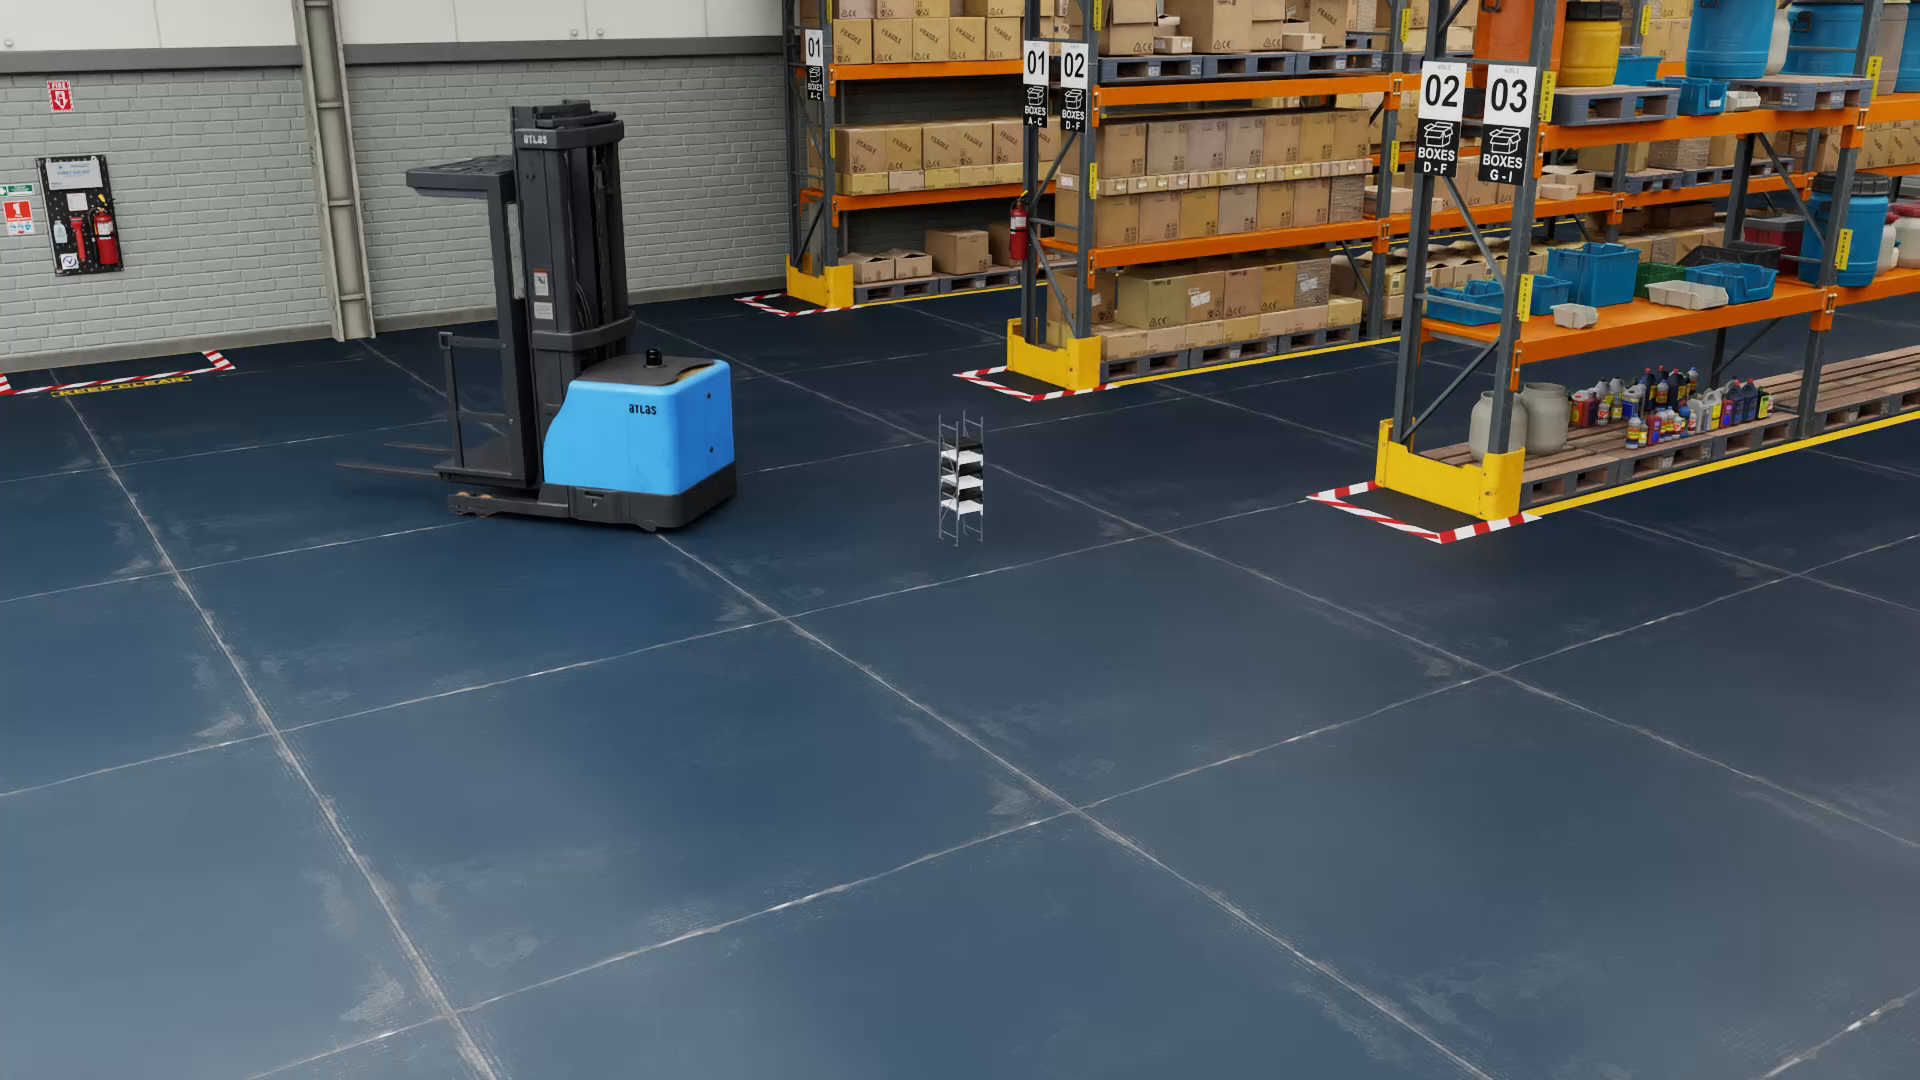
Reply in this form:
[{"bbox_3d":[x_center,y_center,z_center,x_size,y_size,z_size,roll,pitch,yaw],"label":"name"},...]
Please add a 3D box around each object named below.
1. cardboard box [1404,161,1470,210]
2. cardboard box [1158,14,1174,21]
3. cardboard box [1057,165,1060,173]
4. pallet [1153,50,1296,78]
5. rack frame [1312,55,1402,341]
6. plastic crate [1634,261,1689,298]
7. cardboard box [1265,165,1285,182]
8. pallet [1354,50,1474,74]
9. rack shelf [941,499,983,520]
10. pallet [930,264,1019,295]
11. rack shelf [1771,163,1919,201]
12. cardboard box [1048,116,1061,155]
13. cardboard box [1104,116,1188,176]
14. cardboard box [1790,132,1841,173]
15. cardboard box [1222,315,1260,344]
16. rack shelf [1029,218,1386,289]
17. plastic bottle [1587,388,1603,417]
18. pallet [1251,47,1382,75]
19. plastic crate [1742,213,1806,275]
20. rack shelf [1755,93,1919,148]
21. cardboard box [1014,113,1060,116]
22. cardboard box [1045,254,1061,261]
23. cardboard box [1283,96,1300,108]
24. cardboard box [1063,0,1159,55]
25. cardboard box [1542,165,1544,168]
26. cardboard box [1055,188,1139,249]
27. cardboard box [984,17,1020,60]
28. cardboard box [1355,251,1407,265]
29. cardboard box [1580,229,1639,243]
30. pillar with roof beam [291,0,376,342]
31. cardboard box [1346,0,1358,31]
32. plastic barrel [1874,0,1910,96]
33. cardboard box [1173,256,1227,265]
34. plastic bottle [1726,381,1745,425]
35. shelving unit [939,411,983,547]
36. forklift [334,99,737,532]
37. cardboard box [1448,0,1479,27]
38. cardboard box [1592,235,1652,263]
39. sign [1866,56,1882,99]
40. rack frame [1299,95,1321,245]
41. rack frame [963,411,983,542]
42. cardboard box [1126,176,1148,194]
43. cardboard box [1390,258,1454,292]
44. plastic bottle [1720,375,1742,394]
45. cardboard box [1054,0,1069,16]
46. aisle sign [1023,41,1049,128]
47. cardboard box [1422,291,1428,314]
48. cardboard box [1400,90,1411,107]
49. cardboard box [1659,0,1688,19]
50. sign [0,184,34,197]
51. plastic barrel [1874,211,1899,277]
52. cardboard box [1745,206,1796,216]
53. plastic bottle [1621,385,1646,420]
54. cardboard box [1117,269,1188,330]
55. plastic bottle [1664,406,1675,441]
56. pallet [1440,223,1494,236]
[{"bbox_3d":[5.369,-4.015,18.781,0.500,0.500,0.500,-10,21,-28],"label":"cardboard box"},{"bbox_3d":[2.566,-6.829,22.062,0.500,0.311,0.500,-11,22,-30],"label":"cardboard box"},{"bbox_3d":[1.322,-4.842,21.587,0.500,0.250,0.500,-12,22,-31],"label":"cardboard box"},{"bbox_3d":[2.562,-4.752,16.572,1.213,0.211,1.003,-12,22,-31],"label":"pallet"},{"bbox_3d":[4.279,-3.744,18.135,0.127,3.000,1.000,-12,22,-31],"label":"rack frame"},{"bbox_3d":[5.711,-2.154,13.764,0.662,0.188,0.450,-12,22,-31],"label":"plastic crate"},{"bbox_3d":[3.108,-3.770,17.044,0.250,0.149,0.380,-11,22,-30],"label":"cardboard box"},{"bbox_3d":[5.008,-5.233,18.155,1.217,0.209,0.805,-13,23,-34],"label":"pallet"},{"bbox_3d":[0.007,-0.226,11.673,0.200,0.077,0.258,-12,22,-31],"label":"rack shelf"},{"bbox_3d":[-0.010,-3.403,21.482,1.213,0.211,1.003,-12,22,-31],"label":"pallet"},{"bbox_3d":[12.630,-5.164,23.461,4.000,0.370,1.077,-12,22,-31],"label":"rack shelf"},{"bbox_3d":[1.326,-5.196,21.462,0.500,0.500,0.500,-12,22,-32],"label":"cardboard box"},{"bbox_3d":[1.815,-3.883,16.366,0.500,0.500,0.700,-13,22,-33],"label":"cardboard box"},{"bbox_3d":[11.535,-5.217,22.337,0.500,0.500,0.500,-11,22,-30],"label":"cardboard box"},{"bbox_3d":[2.762,-2.234,17.308,0.500,0.250,0.500,-12,22,-31],"label":"cardboard box"},{"bbox_3d":[2.608,-3.051,17.208,4.000,0.370,1.077,-12,22,-31],"label":"rack shelf"},{"bbox_3d":[5.293,-1.134,13.982,0.135,0.276,0.152,-13,22,-33],"label":"plastic bottle"},{"bbox_3d":[3.580,-4.966,17.204,1.213,0.211,1.003,-12,22,-31],"label":"pallet"},{"bbox_3d":[7.236,-2.616,14.698,0.583,0.464,0.402,-12,22,-31],"label":"plastic crate"},{"bbox_3d":[8.670,-3.851,14.891,4.000,0.370,1.077,-12,22,-31],"label":"rack shelf"},{"bbox_3d":[1.044,-5.335,21.874,0.500,0.500,0.500,-13,22,-33],"label":"cardboard box"},{"bbox_3d":[1.121,-3.832,22.133,0.250,0.166,0.380,-16,24,-38],"label":"cardboard box"},{"bbox_3d":[4.620,-6.267,23.743,0.250,0.149,0.380,-16,24,-38],"label":"cardboard box"},{"bbox_3d":[1.420,-4.875,15.761,0.637,0.503,0.797,-10,21,-28],"label":"cardboard box"},{"bbox_3d":[9.342,-6.071,27.254,0.250,0.149,0.380,-13,22,-33],"label":"cardboard box"},{"bbox_3d":[1.335,-3.165,16.268,0.500,0.500,0.700,-12,22,-31],"label":"cardboard box"},{"bbox_3d":[0.394,-6.198,20.522,0.500,0.500,0.500,-13,23,-33],"label":"cardboard box"},{"bbox_3d":[4.890,-3.147,19.132,0.500,0.311,0.500,-11,22,-30],"label":"cardboard box"},{"bbox_3d":[8.271,-3.700,21.222,0.500,0.500,0.500,-11,22,-29],"label":"cardboard box"},{"bbox_3d":[-4.324,-5.352,13.525,0.400,9.000,9.100,-12,22,-31],"label":"pillar with roof beam"},{"bbox_3d":[5.257,-7.549,23.863,0.500,0.500,0.700,-14,23,-36],"label":"cardboard box"},{"bbox_3d":[7.851,-4.340,14.431,0.600,0.901,0.600,0,19,0],"label":"plastic barrel"},{"bbox_3d":[2.467,-2.733,17.611,0.500,0.500,0.500,-12,22,-31],"label":"cardboard box"},{"bbox_3d":[6.460,-1.147,13.904,0.185,0.351,0.144,-13,23,-34],"label":"plastic bottle"},{"bbox_3d":[0.007,-0.428,11.605,0.210,0.900,0.258,-12,22,-31],"label":"shelving unit"},{"bbox_3d":[-3.265,-1.707,12.219,3.031,2.935,1.130,6,20,17],"label":"forklift"},{"bbox_3d":[5.278,-5.853,18.097,0.500,0.500,0.500,-10,21,-26],"label":"cardboard box"},{"bbox_3d":[8.157,-3.476,20.560,0.500,0.500,0.500,-11,22,-29],"label":"cardboard box"},{"bbox_3d":[7.293,-3.694,13.291,0.005,0.325,0.100,-12,22,-31],"label":"sign"},{"bbox_3d":[4.892,-5.773,24.137,0.127,3.000,1.000,-12,22,-31],"label":"rack frame"},{"bbox_3d":[0.092,-0.446,11.658,0.006,0.900,0.240,-12,22,-31],"label":"rack frame"},{"bbox_3d":[1.603,-3.453,16.105,0.250,0.149,0.380,-13,22,-33],"label":"cardboard box"},{"bbox_3d":[5.182,-2.999,18.693,0.500,0.311,0.500,-12,22,-32],"label":"cardboard box"},{"bbox_3d":[6.541,-1.220,14.118,0.185,0.351,0.144,-12,22,-31],"label":"plastic bottle"},{"bbox_3d":[1.282,-6.859,20.917,0.500,0.500,0.500,-14,23,-36],"label":"cardboard box"},{"bbox_3d":[0.721,-4.338,15.833,0.004,0.787,0.394,-12,22,-31],"label":"aisle sign"},{"bbox_3d":[5.179,-2.735,18.788,0.500,0.250,0.500,-11,22,-30],"label":"cardboard box"},{"bbox_3d":[6.277,-6.521,24.526,0.500,0.250,0.500,-12,22,-31],"label":"cardboard box"},{"bbox_3d":[8.413,-6.555,20.051,0.500,0.500,0.500,-12,22,-31],"label":"cardboard box"},{"bbox_3d":[-9.287,-3.433,16.332,0.331,0.109,0.001,-12,22,-31],"label":"sign"},{"bbox_3d":[7.919,-2.592,14.517,0.433,0.535,0.433,0,19,0],"label":"plastic barrel"},{"bbox_3d":[11.280,-4.353,23.154,0.500,0.500,0.500,-12,22,-31],"label":"cardboard box"},{"bbox_3d":[5.687,-1.162,14.064,0.135,0.276,0.152,-12,22,-31],"label":"plastic bottle"},{"bbox_3d":[1.925,-2.414,16.670,0.500,0.500,0.500,-12,22,-31],"label":"cardboard box"},{"bbox_3d":[5.714,-0.944,13.425,0.097,0.271,0.097,0,19,0],"label":"plastic bottle"},{"bbox_3d":[7.629,-5.000,26.206,1.213,0.211,1.003,-12,22,-31],"label":"pallet"}]
